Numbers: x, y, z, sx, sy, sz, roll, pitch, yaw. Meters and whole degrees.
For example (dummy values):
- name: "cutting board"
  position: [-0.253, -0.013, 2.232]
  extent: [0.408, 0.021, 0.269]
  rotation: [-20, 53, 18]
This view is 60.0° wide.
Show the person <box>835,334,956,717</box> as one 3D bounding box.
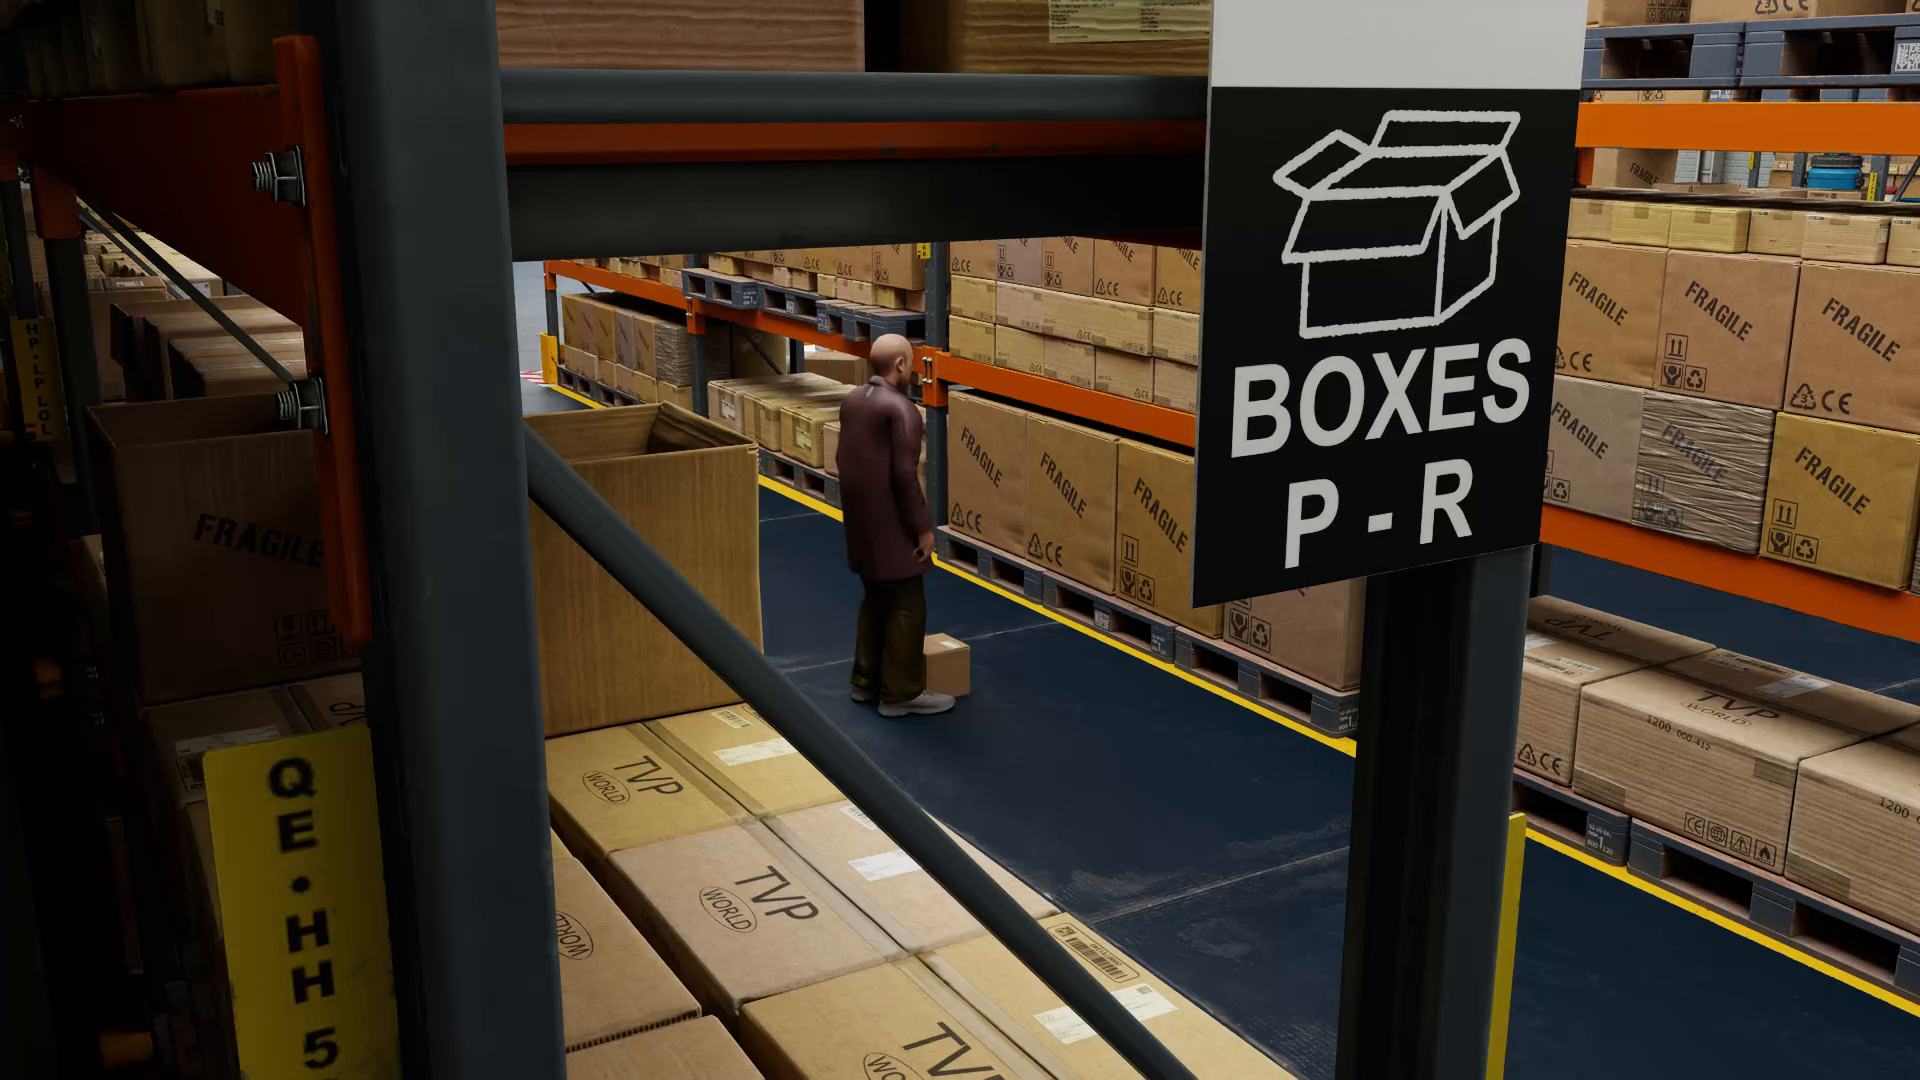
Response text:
- name: "person"
  position: [-0.343, -0.081, 7.838]
  extent: [0.428, 1.773, 0.650]
  rotation: [-10, 18, -33]
